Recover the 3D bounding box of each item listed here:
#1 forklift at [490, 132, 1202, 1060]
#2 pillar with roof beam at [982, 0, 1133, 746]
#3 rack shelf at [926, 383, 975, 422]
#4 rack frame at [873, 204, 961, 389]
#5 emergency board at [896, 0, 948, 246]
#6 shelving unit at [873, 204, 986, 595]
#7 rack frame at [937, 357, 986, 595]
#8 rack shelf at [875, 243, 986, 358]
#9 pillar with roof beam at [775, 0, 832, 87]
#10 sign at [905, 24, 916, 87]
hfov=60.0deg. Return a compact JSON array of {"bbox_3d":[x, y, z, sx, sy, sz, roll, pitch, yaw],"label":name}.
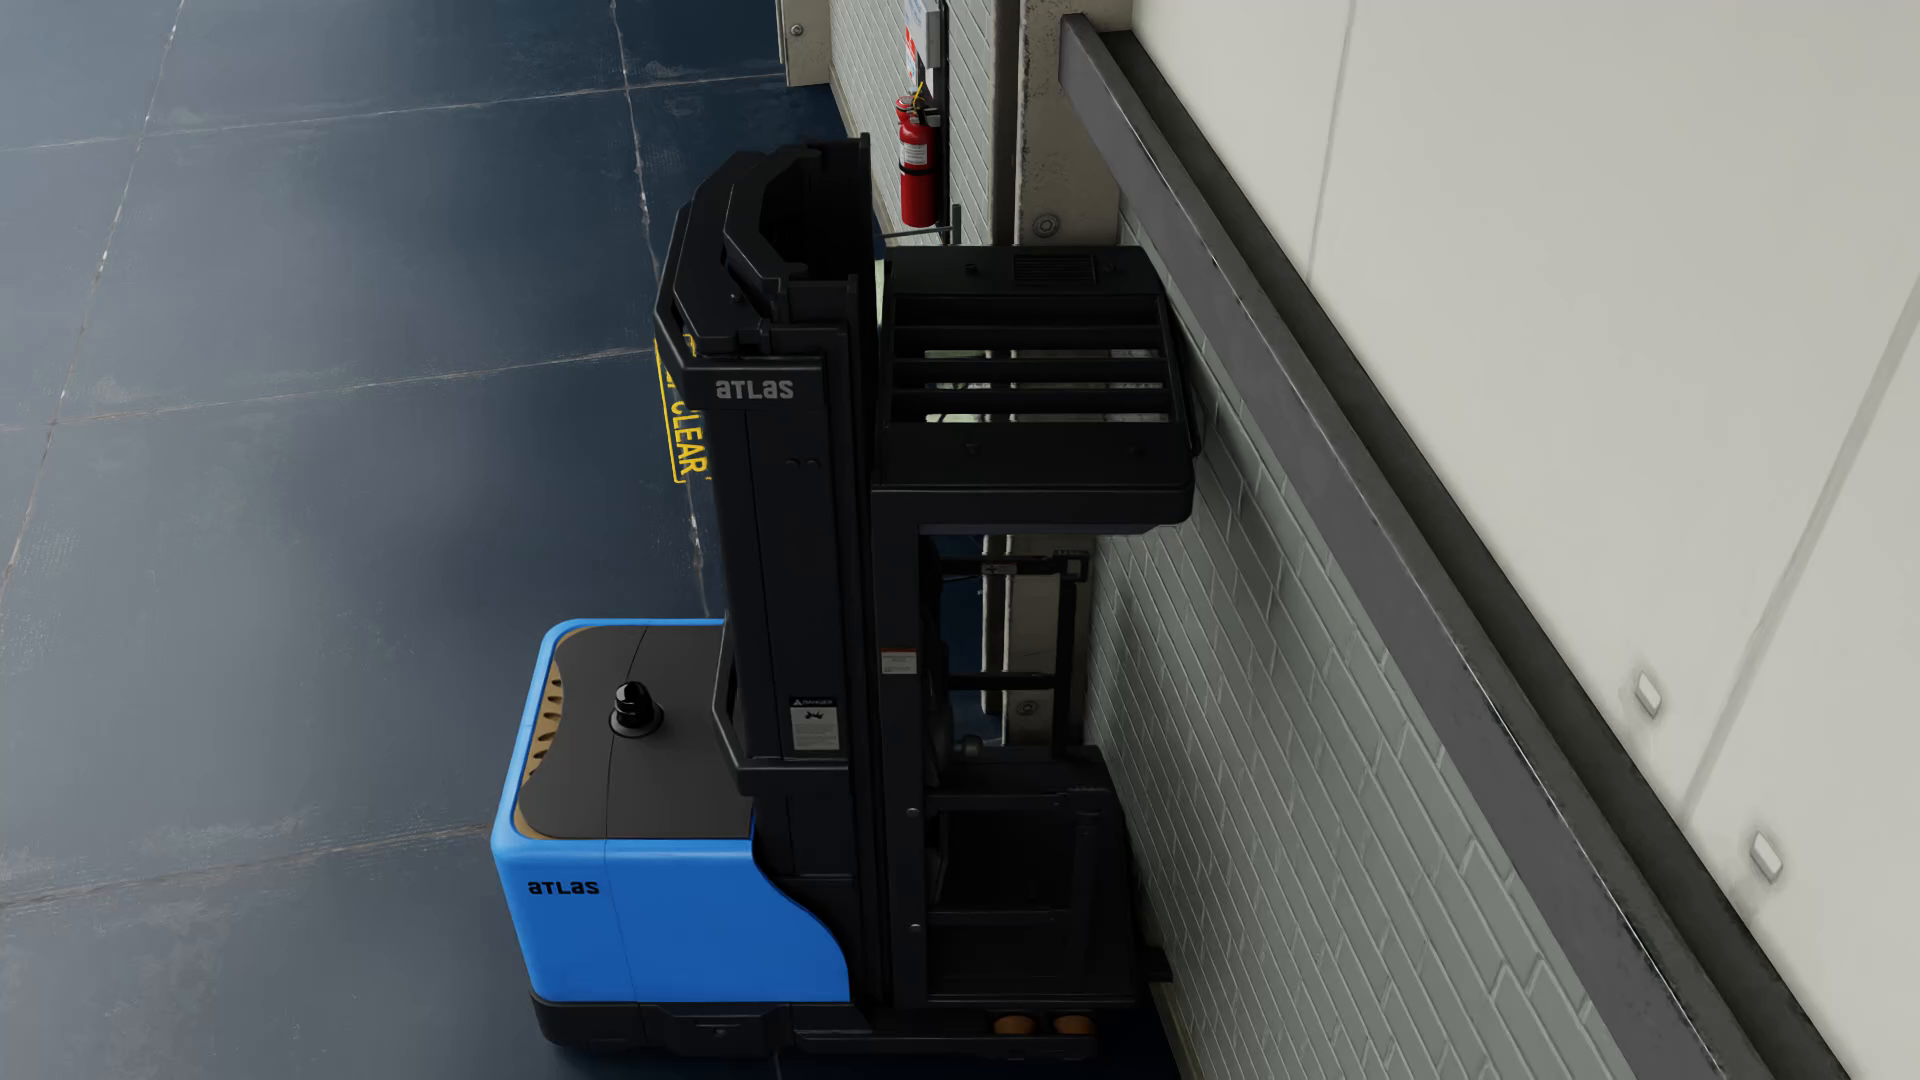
[{"bbox_3d":[0.097,0.290,4.997,3.031,2.935,1.130,0,42,0],"label":"forklift"},{"bbox_3d":[-3.924,-1.972,2.975,9.100,9.000,0.400,-8,42,-9],"label":"pillar with roof beam"},{"bbox_3d":[-0.110,-0.304,7.235,0.431,0.370,0.720,-9,42,-10],"label":"rack shelf"},{"bbox_3d":[-0.192,-0.784,7.285,0.400,1.500,0.023,-9,42,-10],"label":"rack frame"},{"bbox_3d":[-0.216,-1.953,7.472,0.194,1.169,0.643,-8,42,-9],"label":"emergency board"},{"bbox_3d":[-0.110,-0.547,7.018,0.431,1.500,0.755,-9,42,-10],"label":"shelving unit"},{"bbox_3d":[-0.028,-0.310,6.752,0.400,1.500,0.023,-9,42,-10],"label":"rack frame"},{"bbox_3d":[-0.110,-0.839,6.759,0.431,0.370,0.720,-9,42,-10],"label":"rack shelf"},{"bbox_3d":[-5.219,-5.862,7.357,9.100,9.000,0.400,-8,42,-9],"label":"pillar with roof beam"},{"bbox_3d":[-0.235,-2.340,7.881,0.001,0.329,0.234,-8,42,-9],"label":"sign"}]
